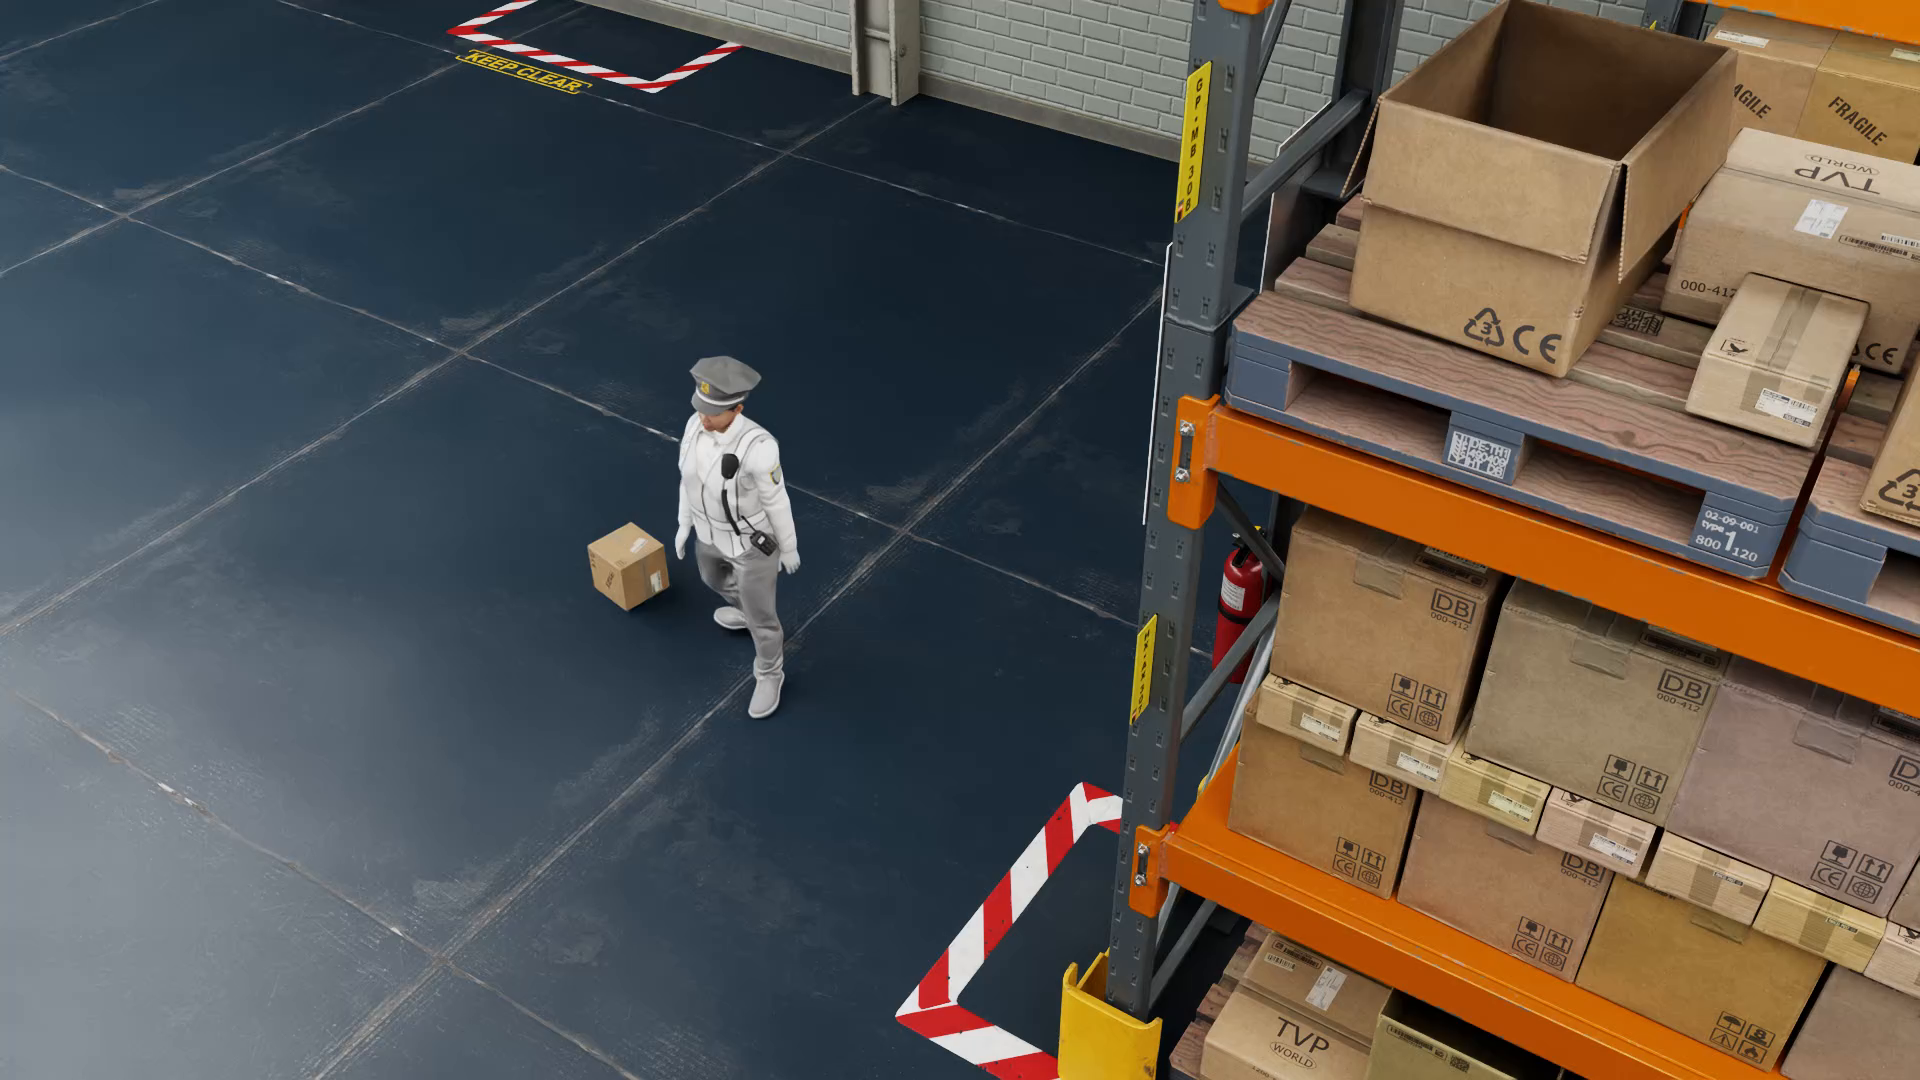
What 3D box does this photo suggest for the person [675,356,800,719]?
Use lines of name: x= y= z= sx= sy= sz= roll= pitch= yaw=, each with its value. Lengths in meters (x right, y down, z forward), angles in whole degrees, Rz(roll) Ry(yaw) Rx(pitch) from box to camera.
person: x=-0.926 y=-0.078 z=6.769 sx=0.670 sy=1.669 sz=0.483 roll=29 pitch=47 yaw=31
